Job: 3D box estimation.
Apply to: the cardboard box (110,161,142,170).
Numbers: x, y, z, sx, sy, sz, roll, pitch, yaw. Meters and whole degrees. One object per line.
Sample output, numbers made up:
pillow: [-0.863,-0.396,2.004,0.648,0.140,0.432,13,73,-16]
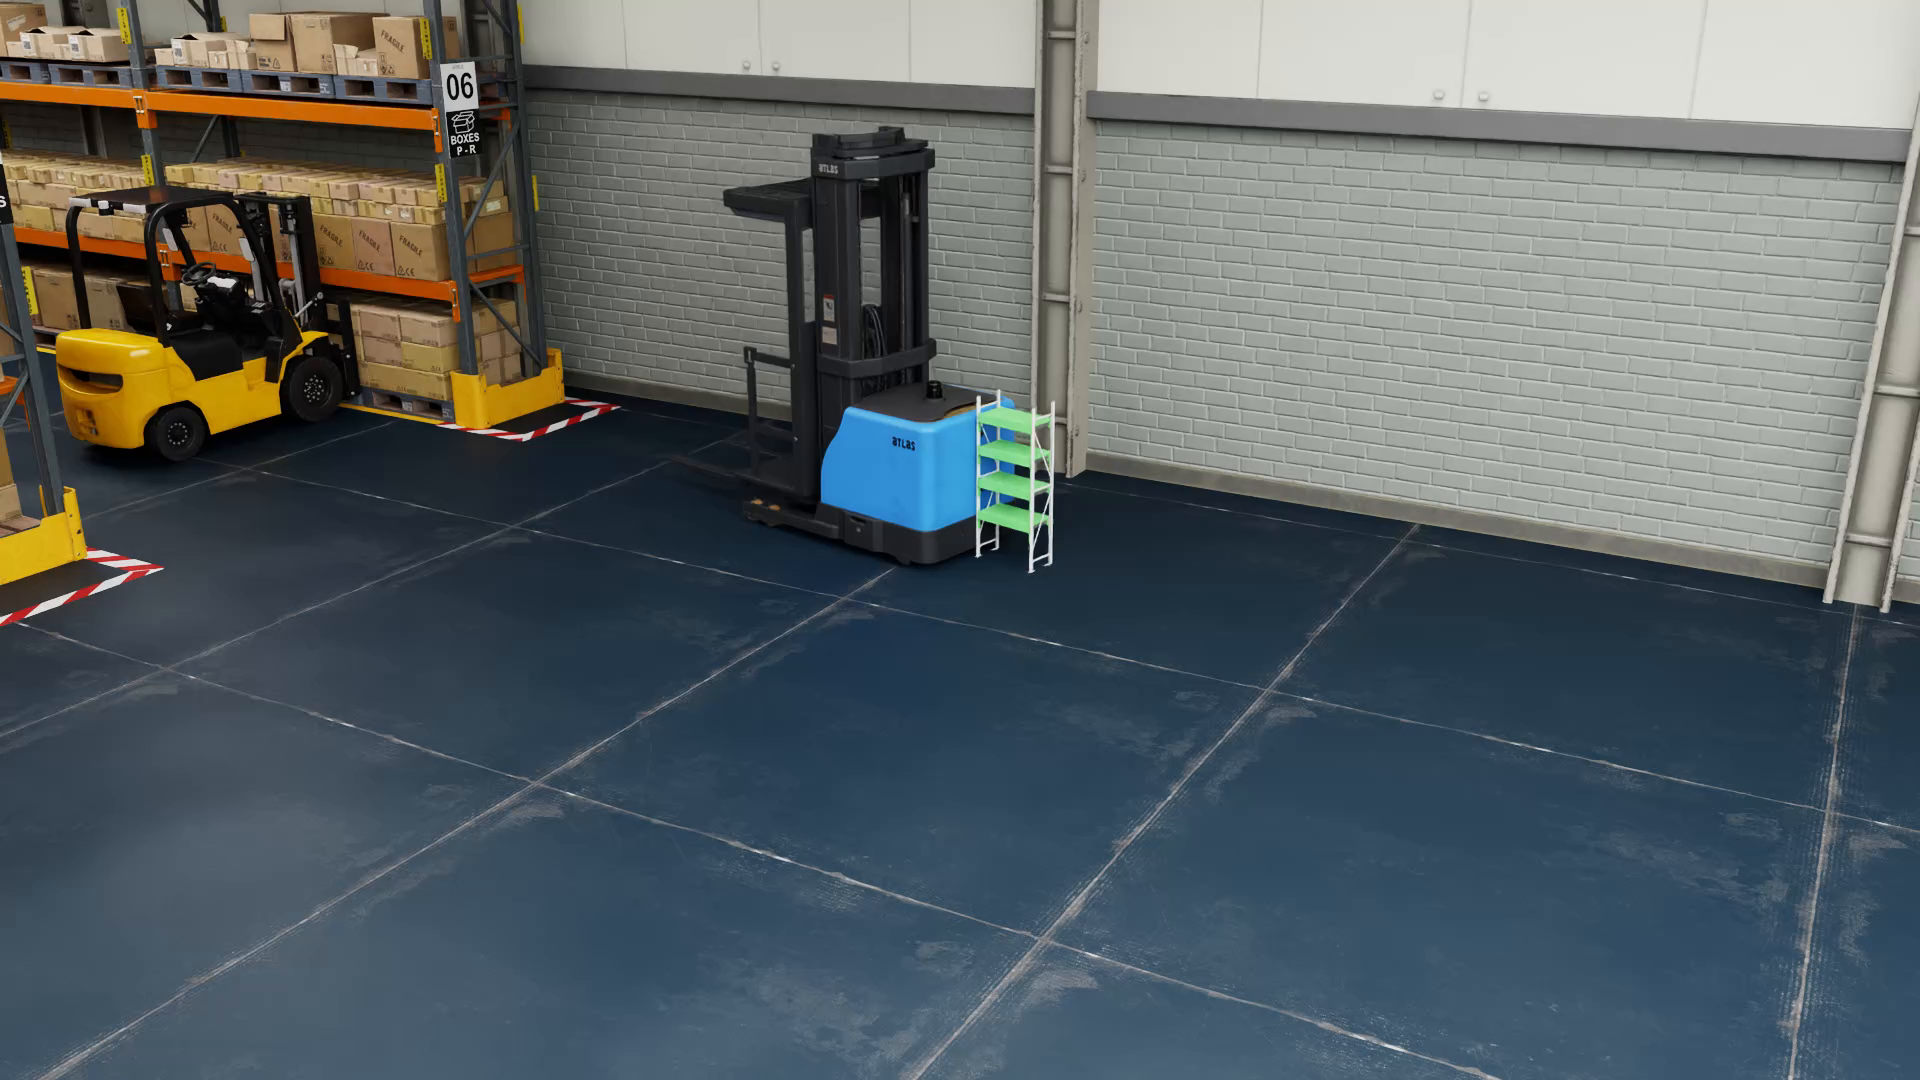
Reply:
cardboard box: [-8.803,-3.943,17.738,0.250,0.149,0.380,11,23,27]

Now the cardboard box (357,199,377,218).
cardboard box: [-5.329,-3.082,15.364,0.250,0.149,0.380,11,22,27]

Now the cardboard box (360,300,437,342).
cardboard box: [-5.247,-2.058,15.589,0.500,0.250,0.500,11,23,28]

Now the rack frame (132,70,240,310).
rack frame: [-7.737,-3.281,17.012,0.127,3.000,1.000,11,23,27]

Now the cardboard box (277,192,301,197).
cardboard box: [-6.247,-3.239,15.797,0.250,0.149,0.380,10,22,26]

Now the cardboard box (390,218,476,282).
cardboard box: [-4.802,-2.667,15.171,0.500,0.500,0.500,10,22,26]

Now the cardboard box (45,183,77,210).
cardboard box: [-9.186,-3.621,17.437,0.500,0.250,0.500,11,23,28]

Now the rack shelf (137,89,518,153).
rack shelf: [-5.991,-4.021,15.706,4.000,0.370,1.077,11,23,27]

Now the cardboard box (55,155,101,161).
cardboard box: [-9.670,-4.130,18.253,0.250,0.149,0.380,10,22,26]

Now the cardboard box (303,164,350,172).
cardboard box: [-6.208,-3.587,16.322,0.250,0.149,0.380,11,22,27]

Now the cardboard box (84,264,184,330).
cardboard box: [-8.871,-2.577,17.937,0.625,0.625,0.875,11,22,27]

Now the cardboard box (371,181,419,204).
cardboard box: [-5.132,-3.172,15.176,0.250,0.149,0.380,11,23,28]

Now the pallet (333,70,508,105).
pallet: [-4.849,-4.110,15.027,1.213,0.211,1.003,11,23,27]

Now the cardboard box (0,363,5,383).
cardboard box: [-6.858,-1.138,11.471,0.250,0.149,0.380,11,23,28]

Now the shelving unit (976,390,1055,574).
shelving unit: [0.386,-0.414,11.746,0.503,1.200,0.258,16,26,38]

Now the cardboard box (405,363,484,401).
cardboard box: [-4.809,-1.505,15.532,0.500,0.250,0.500,11,23,28]

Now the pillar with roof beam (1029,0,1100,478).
pillar with roof beam: [-1.274,-3.541,8.930,0.400,9.000,9.100,11,23,27]

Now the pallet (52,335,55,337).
pallet: [-10.529,-2.487,18.912,1.213,0.211,1.003,11,23,27]

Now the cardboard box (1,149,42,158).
cardboard box: [-10.563,-4.294,18.707,0.250,0.149,0.380,11,23,29]

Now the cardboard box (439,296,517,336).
cardboard box: [-4.572,-2.127,15.781,0.500,0.250,0.500,10,22,26]

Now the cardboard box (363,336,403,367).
cardboard box: [-5.255,-1.830,15.695,0.500,0.250,0.500,11,22,27]

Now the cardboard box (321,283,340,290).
cardboard box: [-6.328,-2.464,16.709,0.500,0.250,0.500,11,23,28]

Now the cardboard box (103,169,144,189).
cardboard box: [-8.565,-3.718,17.117,0.250,0.149,0.380,11,23,27]

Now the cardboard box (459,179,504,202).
cardboard box: [-4.434,-3.227,15.329,0.250,0.149,0.380,10,22,26]

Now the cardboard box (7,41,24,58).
cardboard box: [-9.518,-5.038,17.063,0.250,0.149,0.380,10,22,27]

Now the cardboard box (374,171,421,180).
cardboard box: [-5.334,-3.402,15.812,0.250,0.149,0.380,12,23,29]

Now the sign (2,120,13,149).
sign: [-10.961,-4.657,19.105,0.005,0.325,0.100,11,23,27]

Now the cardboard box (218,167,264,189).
cardboard box: [-6.929,-3.502,16.086,0.250,0.149,0.380,11,23,28]

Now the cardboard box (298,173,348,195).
cardboard box: [-6.002,-3.358,15.689,0.250,0.149,0.380,11,23,28]

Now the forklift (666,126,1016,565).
forklift: [-1.032,-1.596,12.467,3.031,2.935,1.130,16,26,38]

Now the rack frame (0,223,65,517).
rack frame: [-6.662,-1.138,11.103,0.127,3.000,1.000,11,23,27]

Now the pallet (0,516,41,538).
pallet: [-7.420,0.015,12.015,1.213,0.211,1.003,11,23,27]

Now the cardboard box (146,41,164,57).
cardboard box: [-8.382,-5.017,17.005,0.250,0.149,0.380,11,23,27]

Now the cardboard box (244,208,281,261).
cardboard box: [-6.571,-3.011,16.121,0.500,0.500,0.500,11,22,27]

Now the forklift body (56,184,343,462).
forklift body: [-6.790,-1.989,14.695,1.214,2.155,2.313,11,23,27]

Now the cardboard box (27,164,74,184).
cardboard box: [-9.542,-3.849,17.478,0.250,0.149,0.380,10,22,26]

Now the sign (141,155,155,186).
sign: [-7.993,-3.625,16.378,0.005,0.325,0.100,11,23,27]

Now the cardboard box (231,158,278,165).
cardboard box: [-7.112,-3.756,16.786,0.250,0.149,0.380,10,22,26]

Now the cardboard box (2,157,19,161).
cardboard box: [-10.389,-4.039,18.003,0.250,0.149,0.380,11,23,28]

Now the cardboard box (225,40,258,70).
cardboard box: [-6.589,-4.535,15.505,0.258,0.266,0.396,10,22,26]

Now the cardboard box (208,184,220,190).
cardboard box: [-7.119,-3.424,16.308,0.250,0.149,0.380,11,23,27]

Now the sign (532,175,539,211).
sign: [-3.969,-3.224,15.470,0.005,0.325,0.100,11,23,27]

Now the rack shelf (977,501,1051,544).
rack shelf: [0.386,-0.128,11.850,0.480,0.148,0.258,16,26,38]

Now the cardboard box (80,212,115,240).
cardboard box: [-8.746,-3.299,17.280,0.500,0.250,0.500,11,22,27]

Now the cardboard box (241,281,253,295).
cardboard box: [-7.026,-2.394,16.517,0.500,0.250,0.500,11,23,27]

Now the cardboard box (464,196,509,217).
cardboard box: [-4.414,-3.102,15.419,0.250,0.149,0.380,10,22,26]

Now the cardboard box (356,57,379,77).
cardboard box: [-5.116,-4.200,14.751,0.250,0.149,0.380,10,22,26]
